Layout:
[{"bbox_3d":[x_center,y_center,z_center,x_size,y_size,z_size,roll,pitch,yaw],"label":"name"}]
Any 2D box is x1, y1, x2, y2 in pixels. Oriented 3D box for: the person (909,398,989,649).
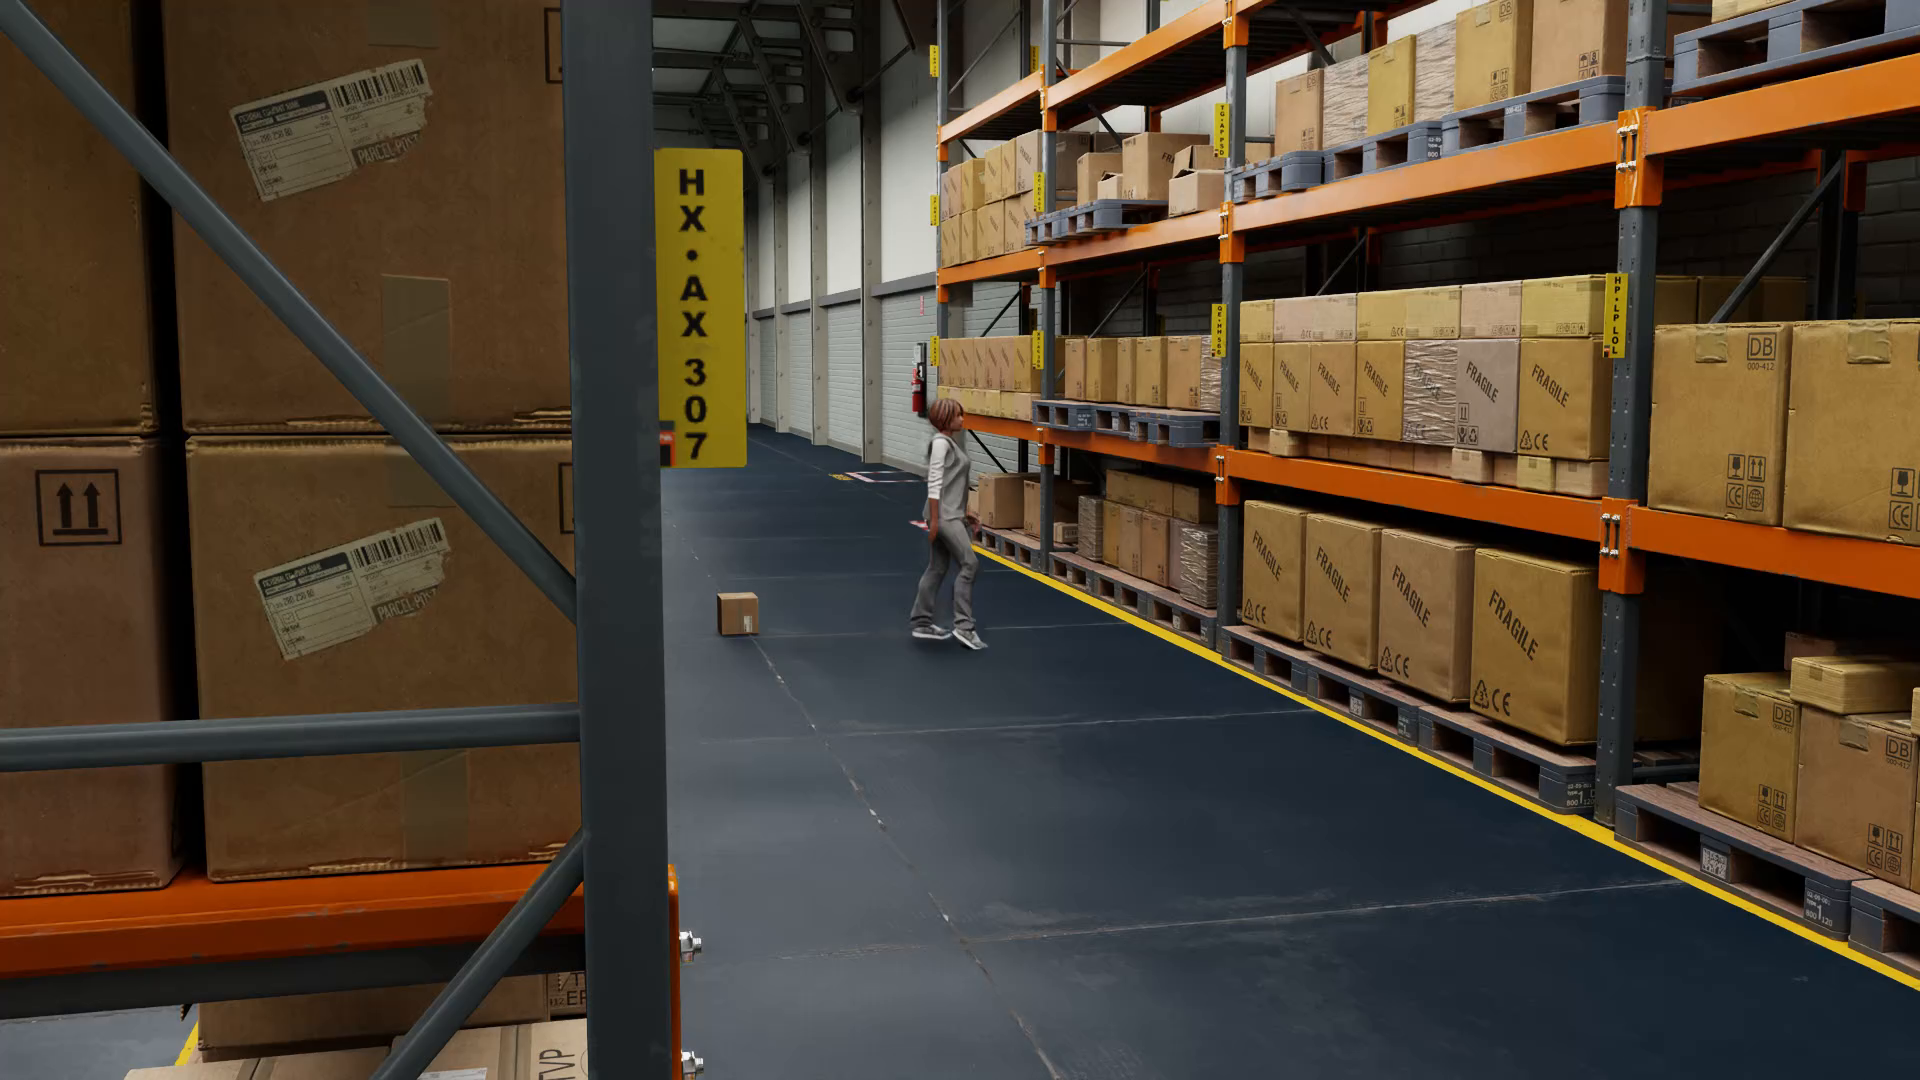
[{"bbox_3d":[-0.071,-0.102,10.847,0.530,1.647,0.425,0,6,1],"label":"person"}]
